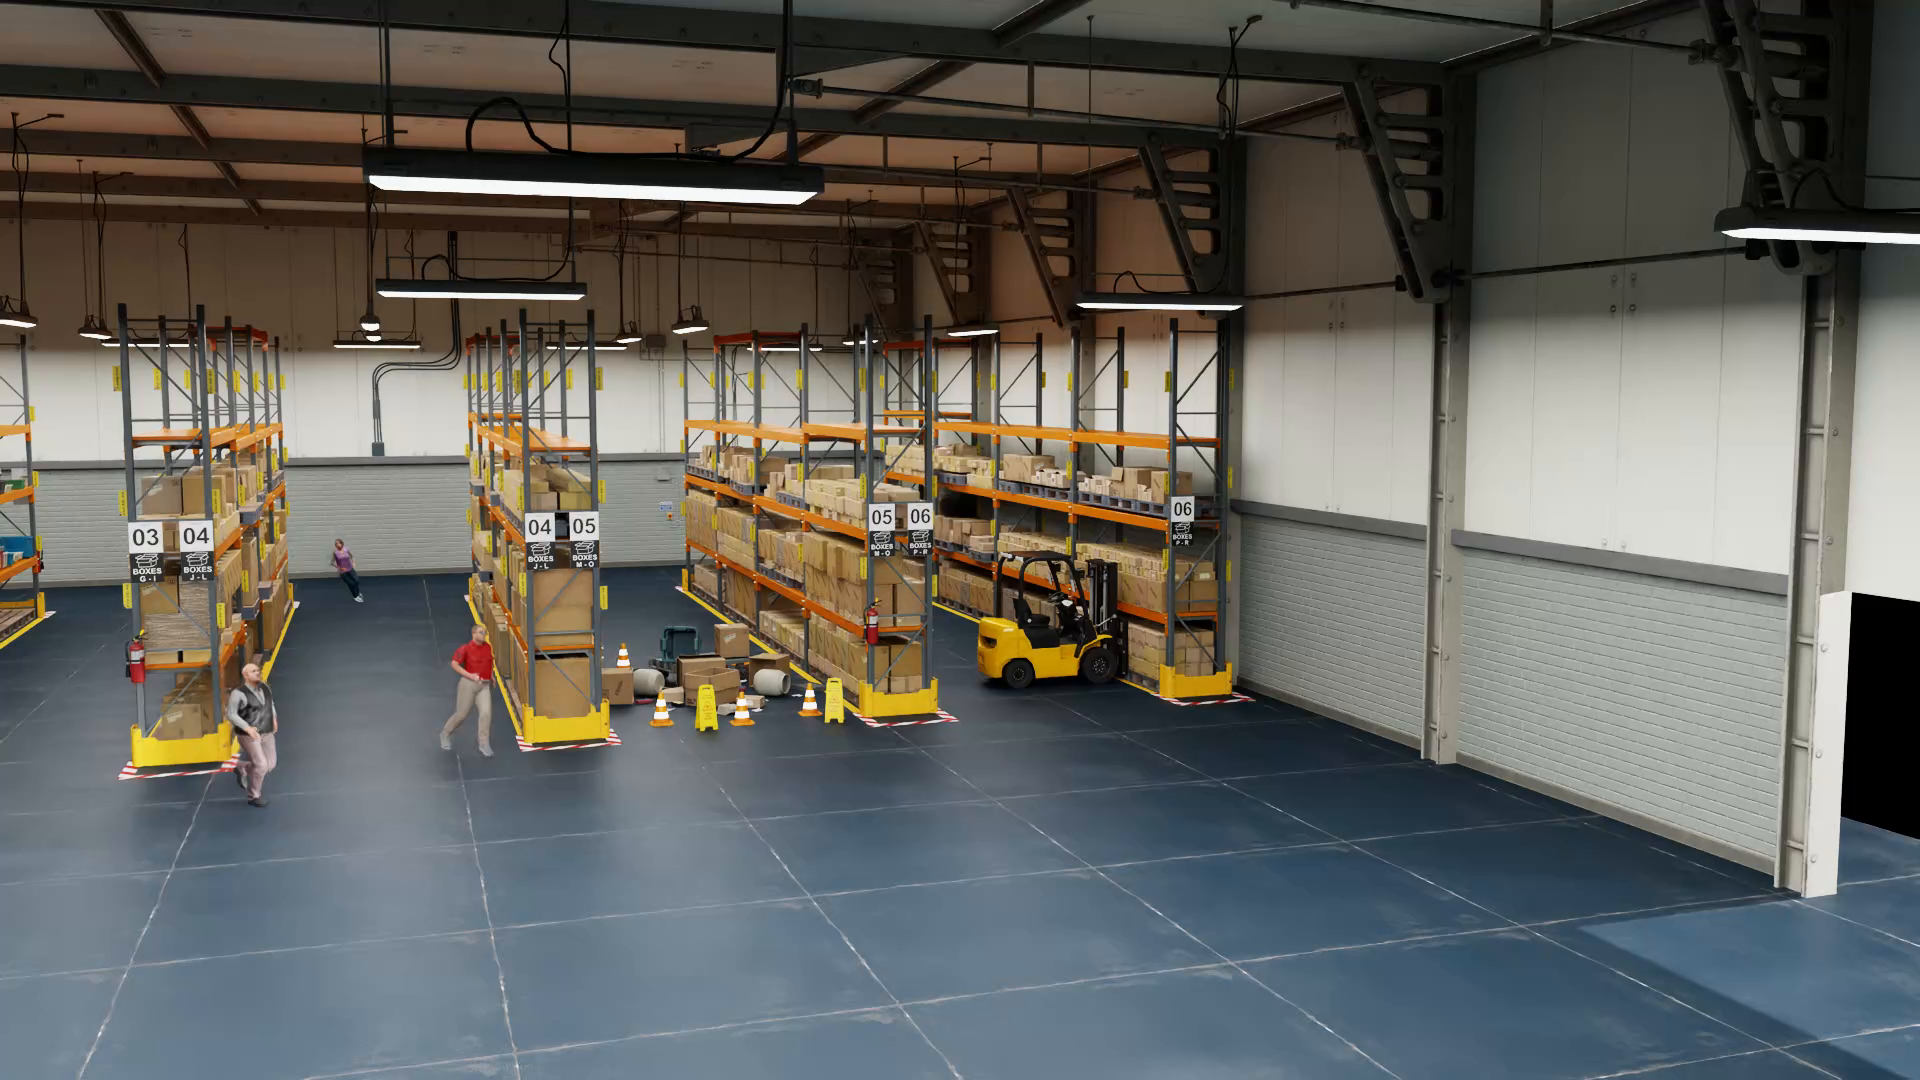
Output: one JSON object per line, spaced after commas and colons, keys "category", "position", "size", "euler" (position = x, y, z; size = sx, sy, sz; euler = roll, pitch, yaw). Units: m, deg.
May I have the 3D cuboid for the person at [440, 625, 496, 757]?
{"category": "person", "position": [-6.548, 2.013, 22.537], "size": [0.965, 1.716, 0.737], "euler": [4, 7, 39]}

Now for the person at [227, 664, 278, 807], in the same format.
{"category": "person", "position": [-8.411, 2.299, 19.734], "size": [0.649, 1.693, 0.672], "euler": [3, 6, 25]}

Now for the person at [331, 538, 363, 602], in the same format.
{"category": "person", "position": [-13.879, 0.688, 37.704], "size": [0.691, 1.481, 0.493], "euler": [-5, 7, -40]}
